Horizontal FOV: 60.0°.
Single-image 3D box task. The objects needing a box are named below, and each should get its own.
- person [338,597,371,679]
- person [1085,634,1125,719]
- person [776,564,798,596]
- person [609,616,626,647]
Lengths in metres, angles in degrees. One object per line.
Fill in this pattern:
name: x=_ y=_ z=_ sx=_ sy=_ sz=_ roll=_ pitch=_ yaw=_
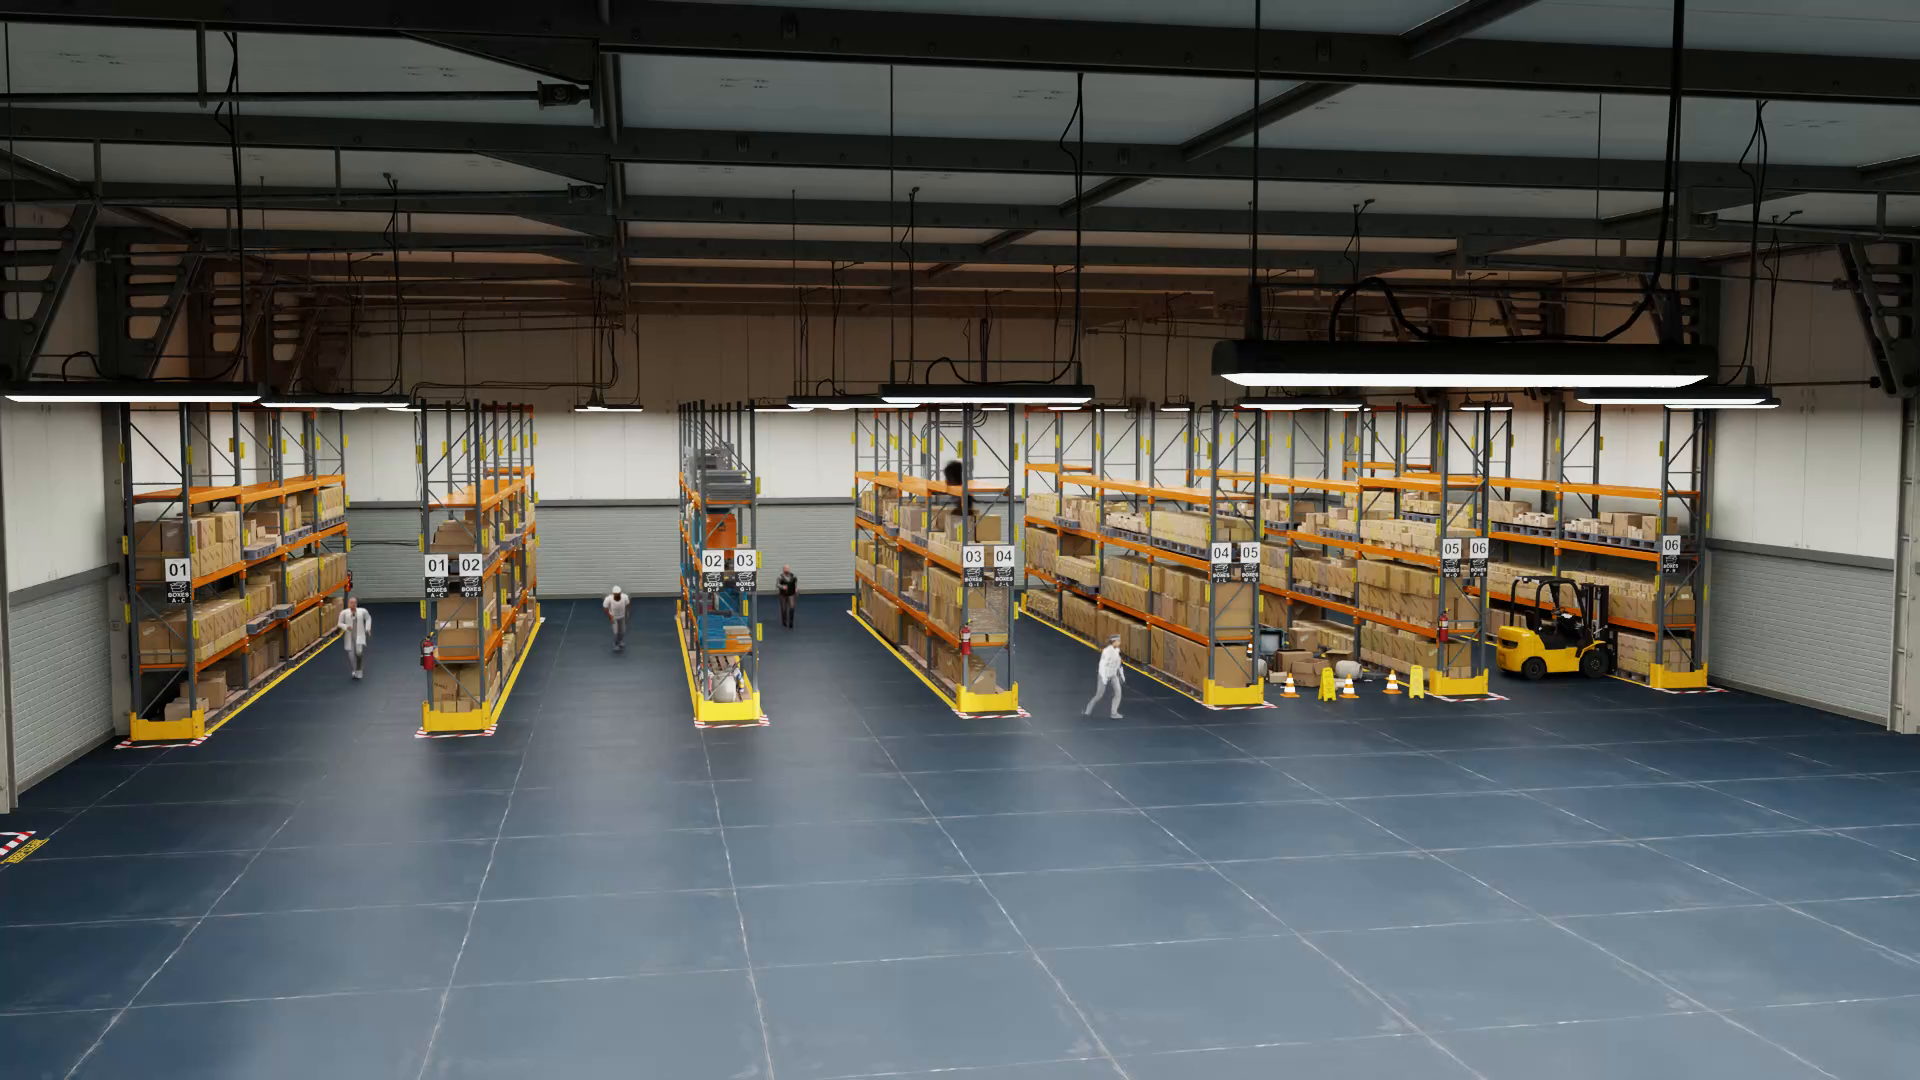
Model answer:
person: x=-13.104 y=2.128 z=35.985 sx=0.655 sy=1.779 sz=0.848 roll=-1 pitch=4 yaw=-15
person: x=2.768 y=2.549 z=31.485 sx=0.799 sy=1.606 sz=0.655 roll=4 pitch=6 yaw=45
person: x=-4.595 y=1.088 z=44.297 sx=0.618 sy=0.875 sz=0.692 roll=-1 pitch=4 yaw=-12
person: x=-8.364 y=2.158 z=40.487 sx=0.430 sy=0.898 sz=0.626 roll=-3 pitch=5 yaw=-31
